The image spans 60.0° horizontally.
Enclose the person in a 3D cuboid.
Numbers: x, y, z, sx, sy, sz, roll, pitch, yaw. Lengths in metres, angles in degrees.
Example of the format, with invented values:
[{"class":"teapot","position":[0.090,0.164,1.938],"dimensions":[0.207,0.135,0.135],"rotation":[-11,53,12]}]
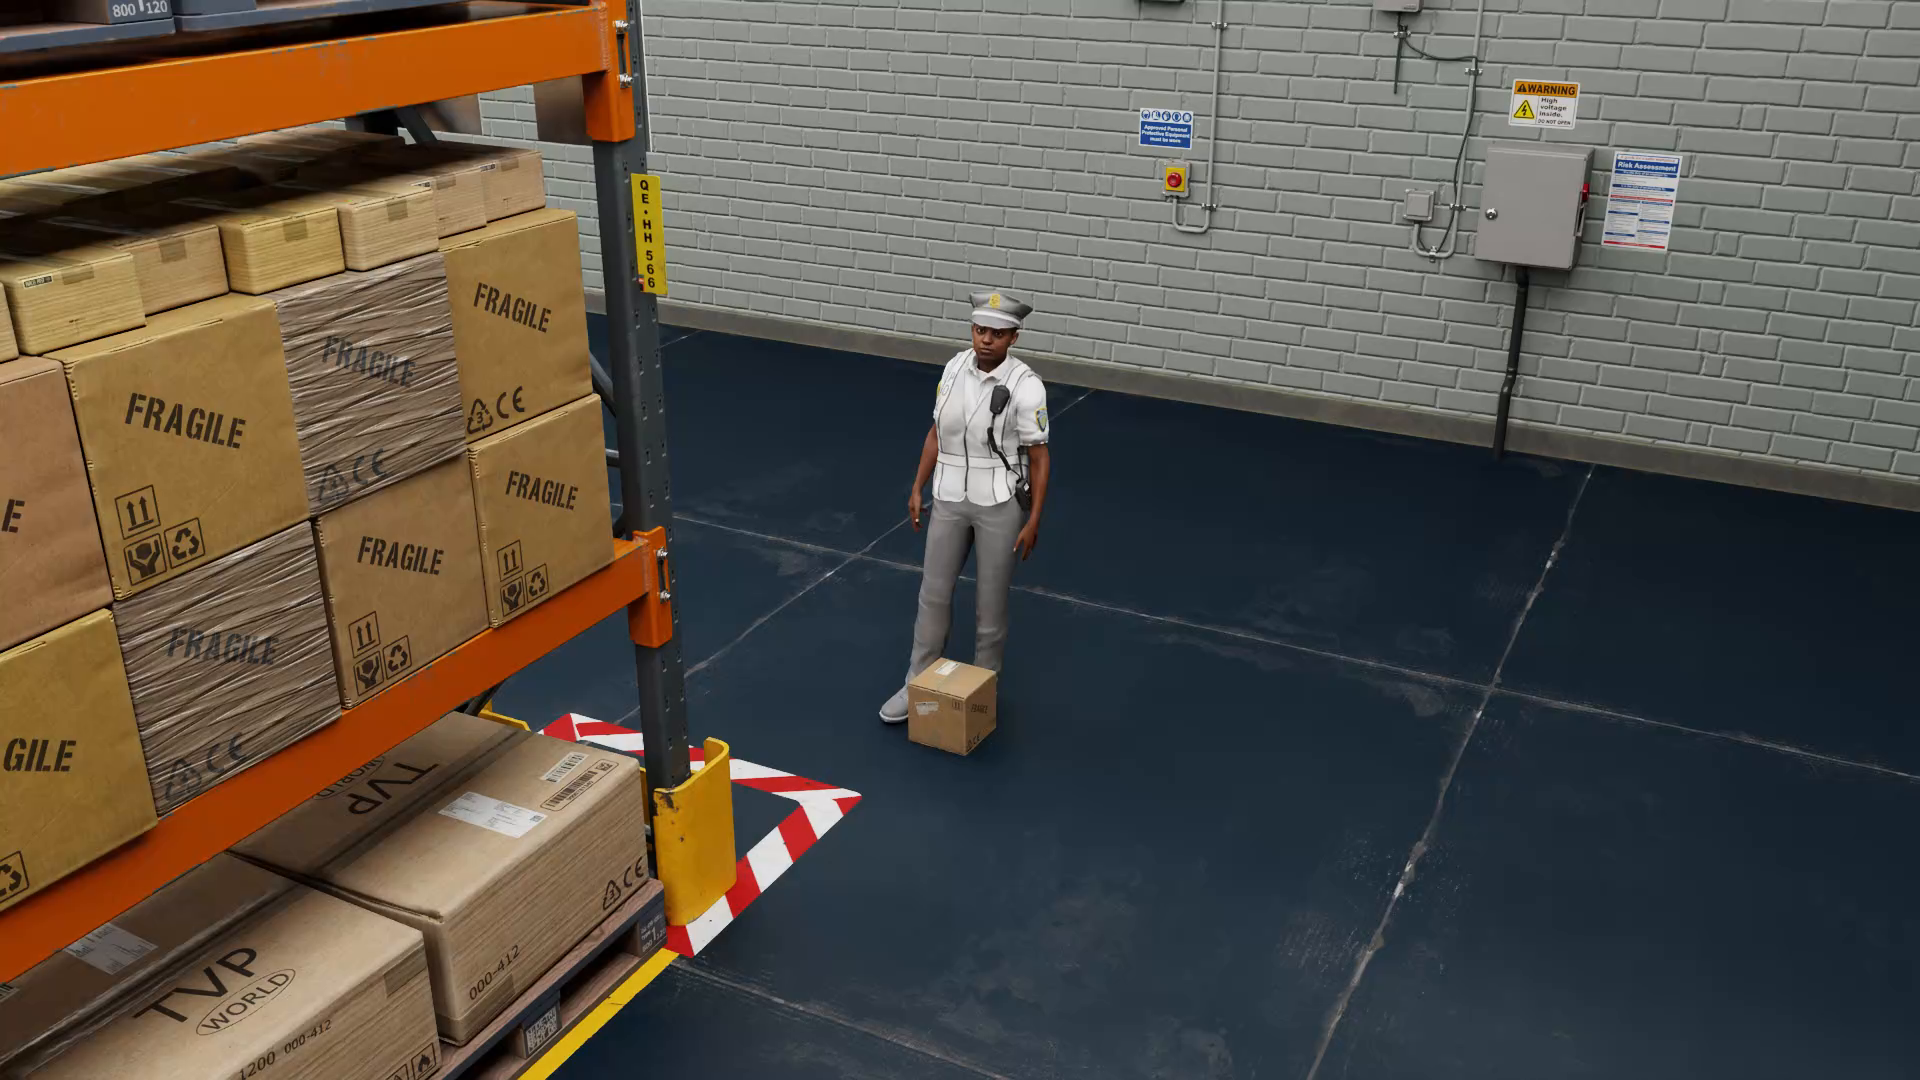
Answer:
[{"class":"person","position":[0.032,-0.111,6.292],"dimensions":[0.569,1.694,0.529],"rotation":[11,25,25]}]
